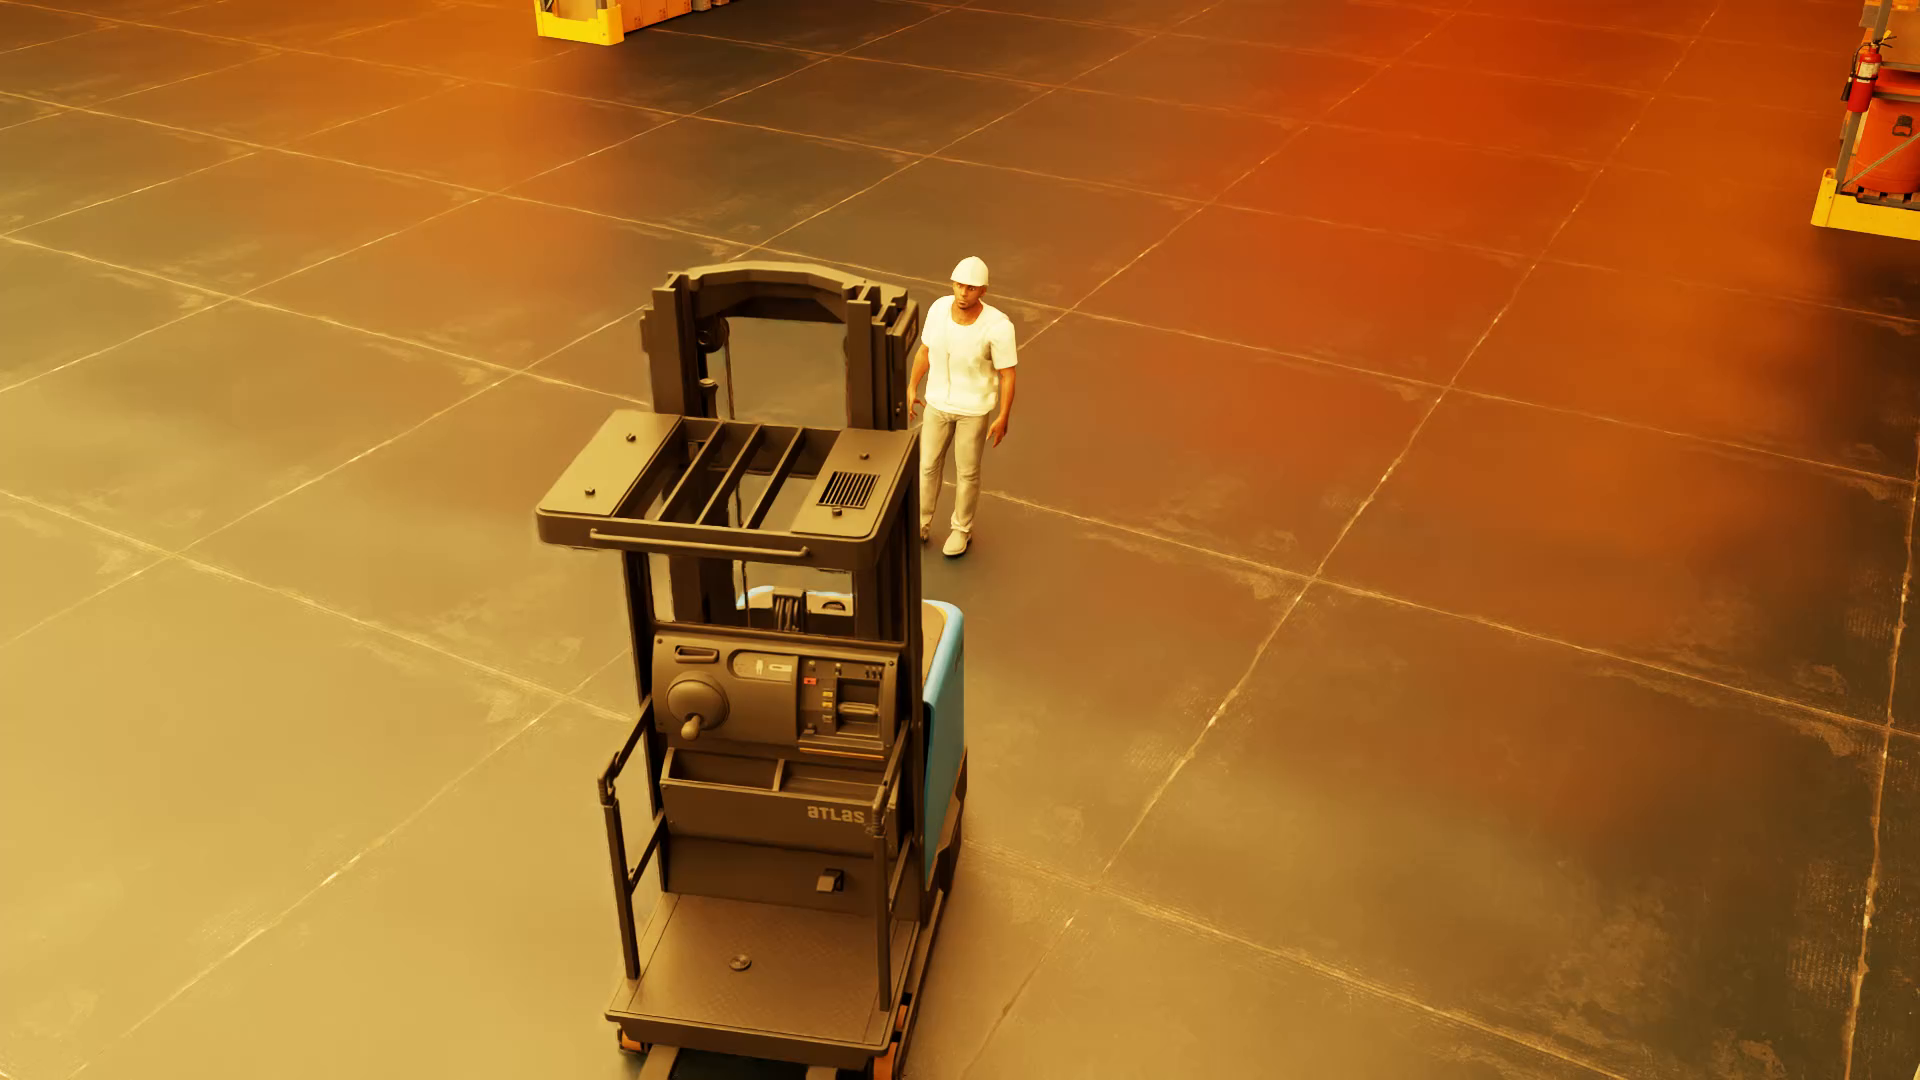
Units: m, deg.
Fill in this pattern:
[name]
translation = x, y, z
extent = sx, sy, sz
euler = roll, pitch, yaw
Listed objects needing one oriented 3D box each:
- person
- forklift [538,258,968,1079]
[person]
translation = -0.038, -0.741, 9.507
extent = 0.665, 1.768, 0.575
euler = 15, 33, 25
[forklift]
translation = -0.719, 0.610, 6.014
extent = 1.130, 2.935, 3.031
euler = 5, 30, 8
